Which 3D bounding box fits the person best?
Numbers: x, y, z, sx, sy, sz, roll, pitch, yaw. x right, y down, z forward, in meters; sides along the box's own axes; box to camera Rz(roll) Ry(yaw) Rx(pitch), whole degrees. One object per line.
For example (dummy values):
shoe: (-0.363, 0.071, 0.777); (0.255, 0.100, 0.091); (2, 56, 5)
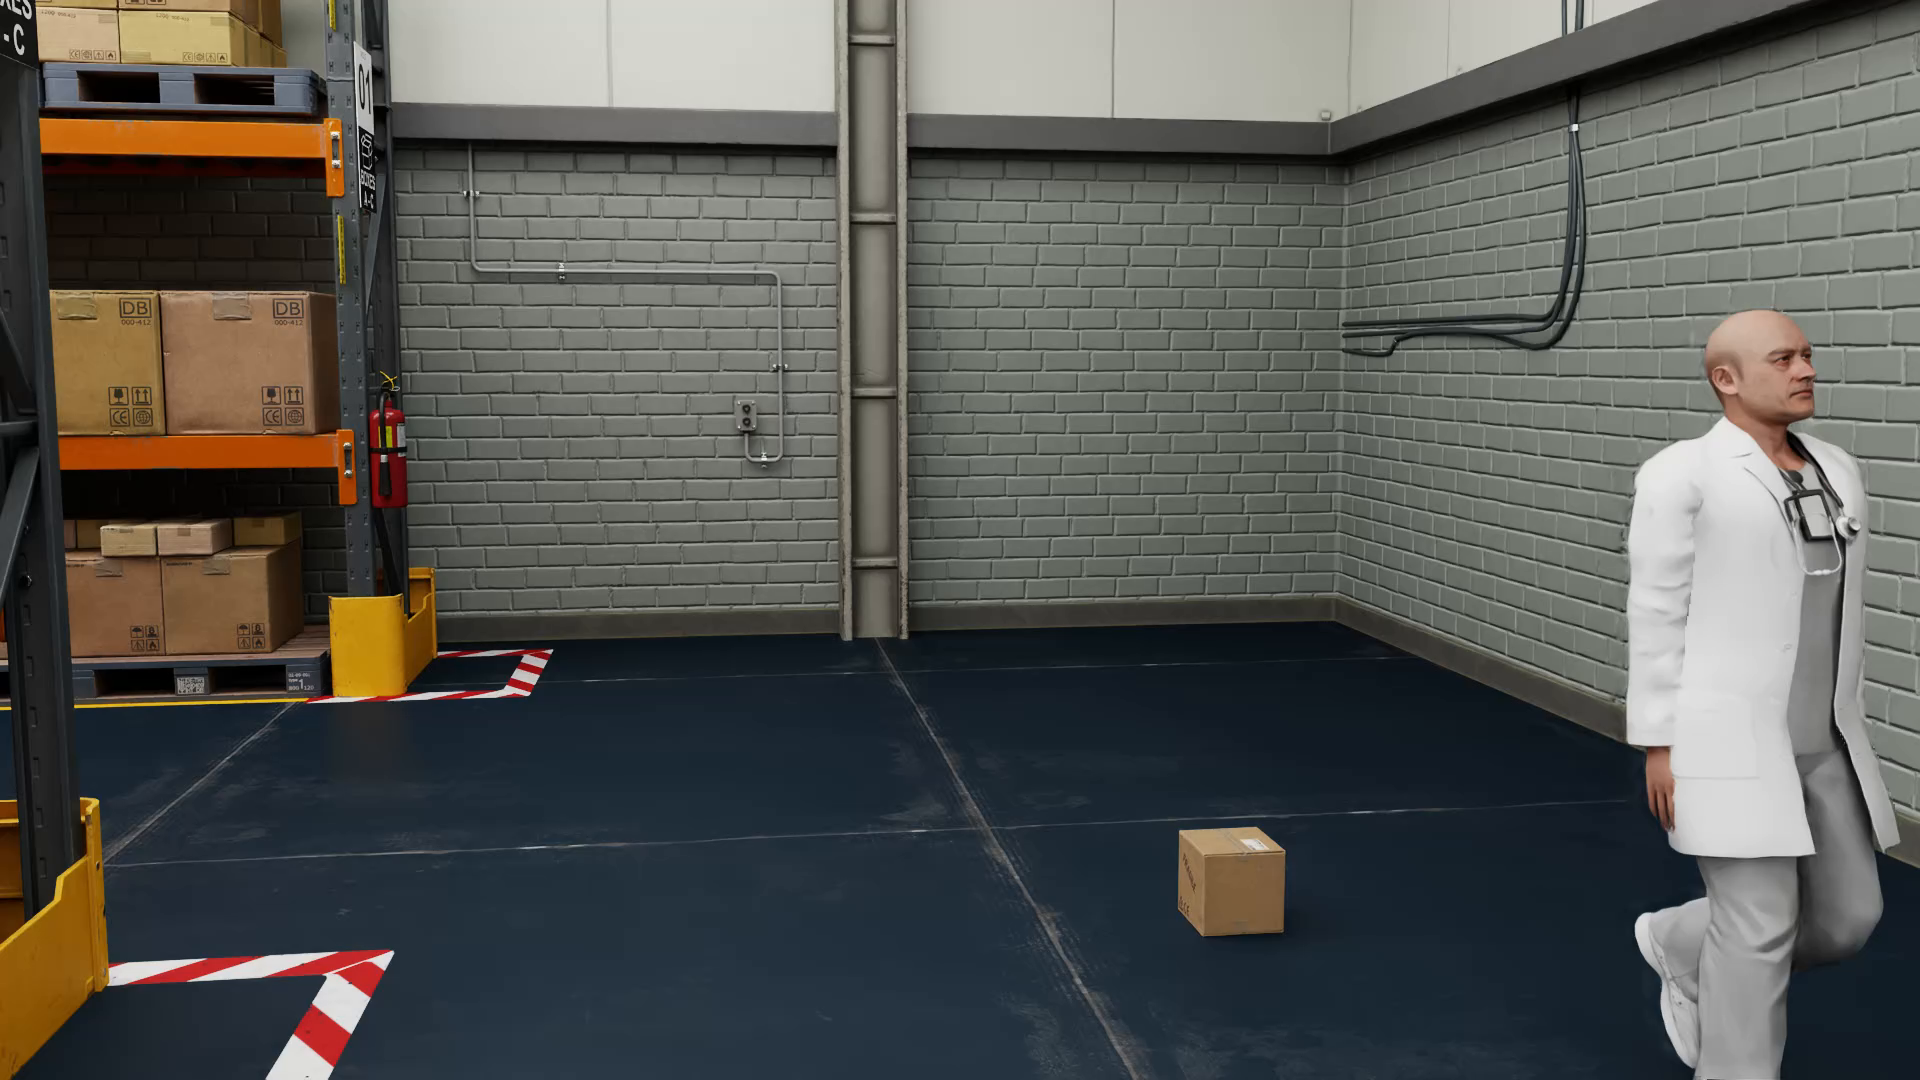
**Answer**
person: (1.650, 0.401, 3.507); (0.580, 1.758, 0.721); (-2, 7, -17)
